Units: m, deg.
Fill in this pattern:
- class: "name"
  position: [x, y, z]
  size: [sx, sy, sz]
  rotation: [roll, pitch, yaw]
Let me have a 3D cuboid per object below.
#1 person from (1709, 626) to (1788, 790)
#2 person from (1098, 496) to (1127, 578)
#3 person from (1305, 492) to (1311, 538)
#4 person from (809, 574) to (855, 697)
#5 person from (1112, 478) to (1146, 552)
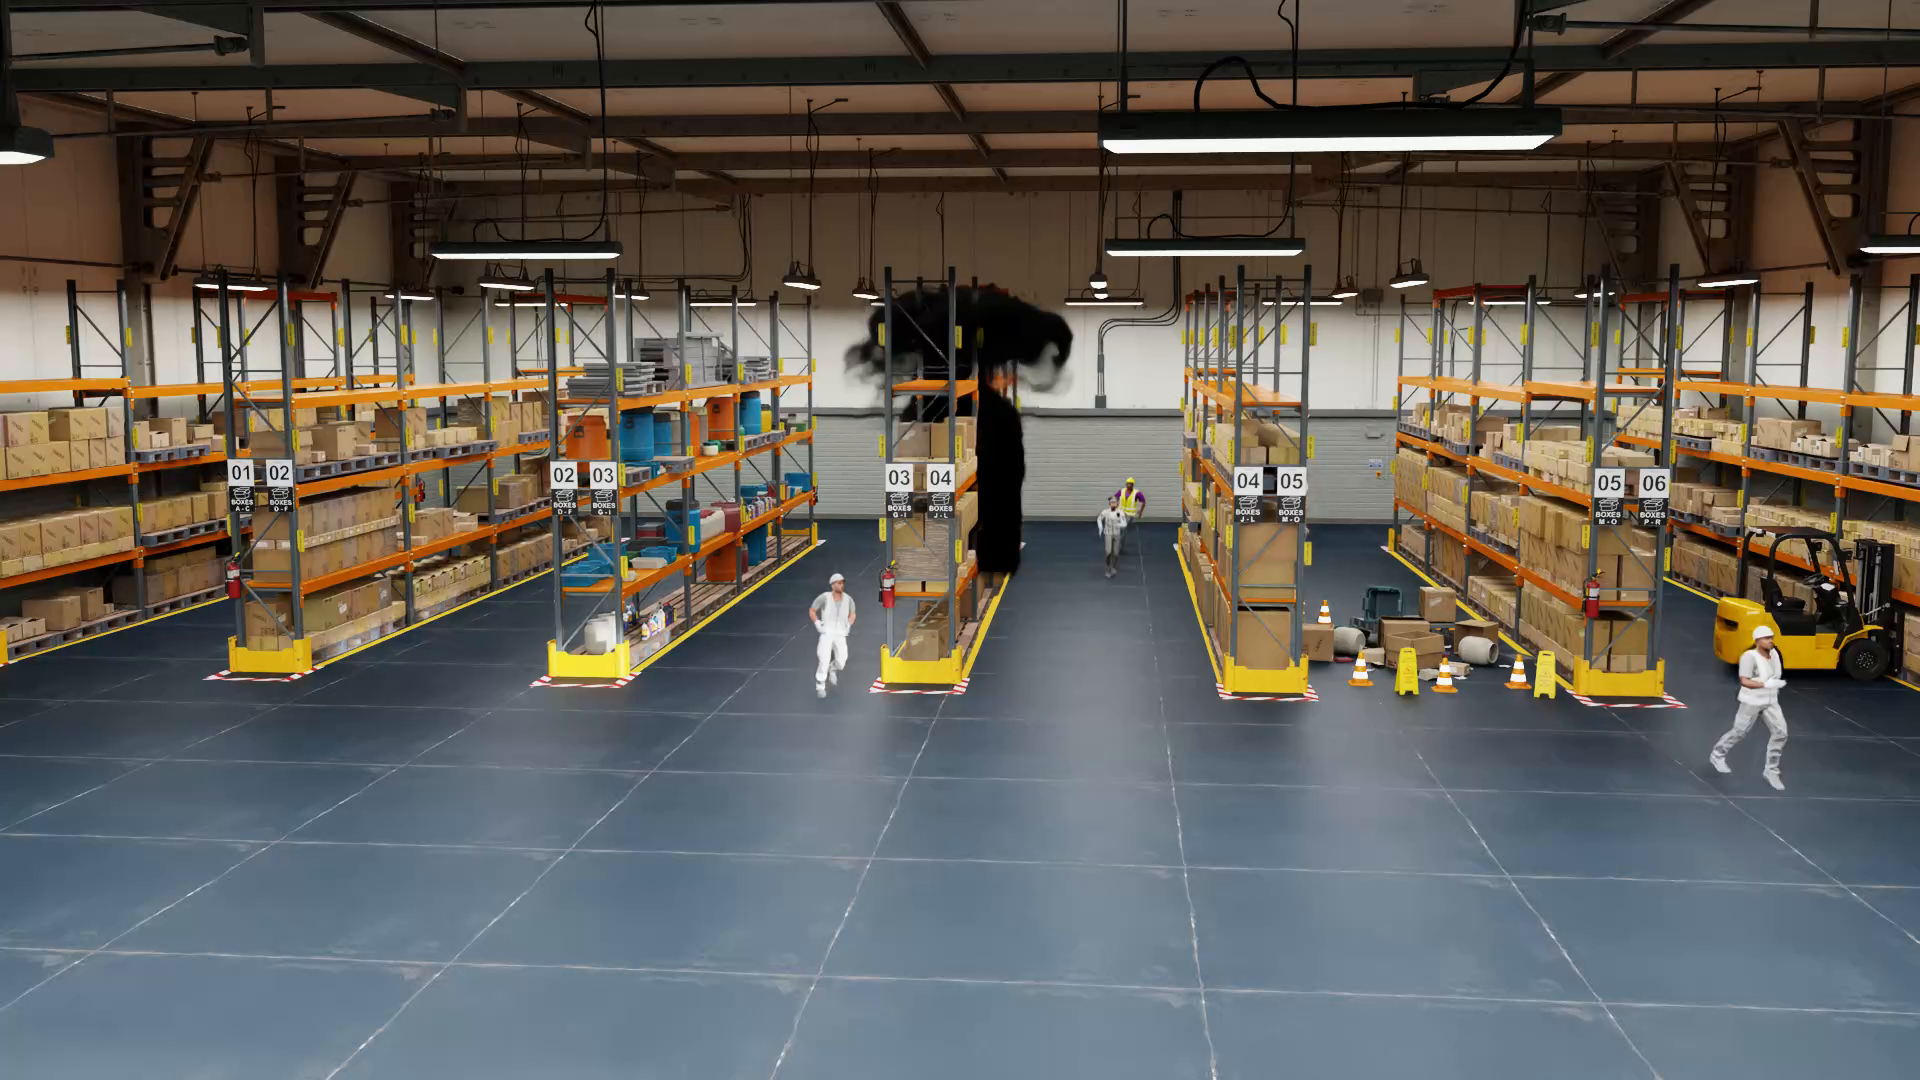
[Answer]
- class: "person"
  position: [8.960, 1.855, 18.726]
  size: [0.698, 1.834, 0.922]
  rotation: [-3, 7, -21]
- class: "person"
  position: [3.195, -0.060, 34.867]
  size: [0.582, 1.727, 0.702]
  rotation: [0, 7, -1]
- class: "person"
  position: [8.079, -0.794, 40.375]
  size: [0.973, 1.783, 0.662]
  rotation: [-1, 7, -6]
- class: "person"
  position: [-1.791, 1.320, 23.489]
  size: [0.670, 1.708, 0.595]
  rotation: [-2, 7, -17]
- class: "person"
  position: [3.896, -0.590, 38.847]
  size: [0.762, 1.734, 0.970]
  rotation: [3, 8, 24]
